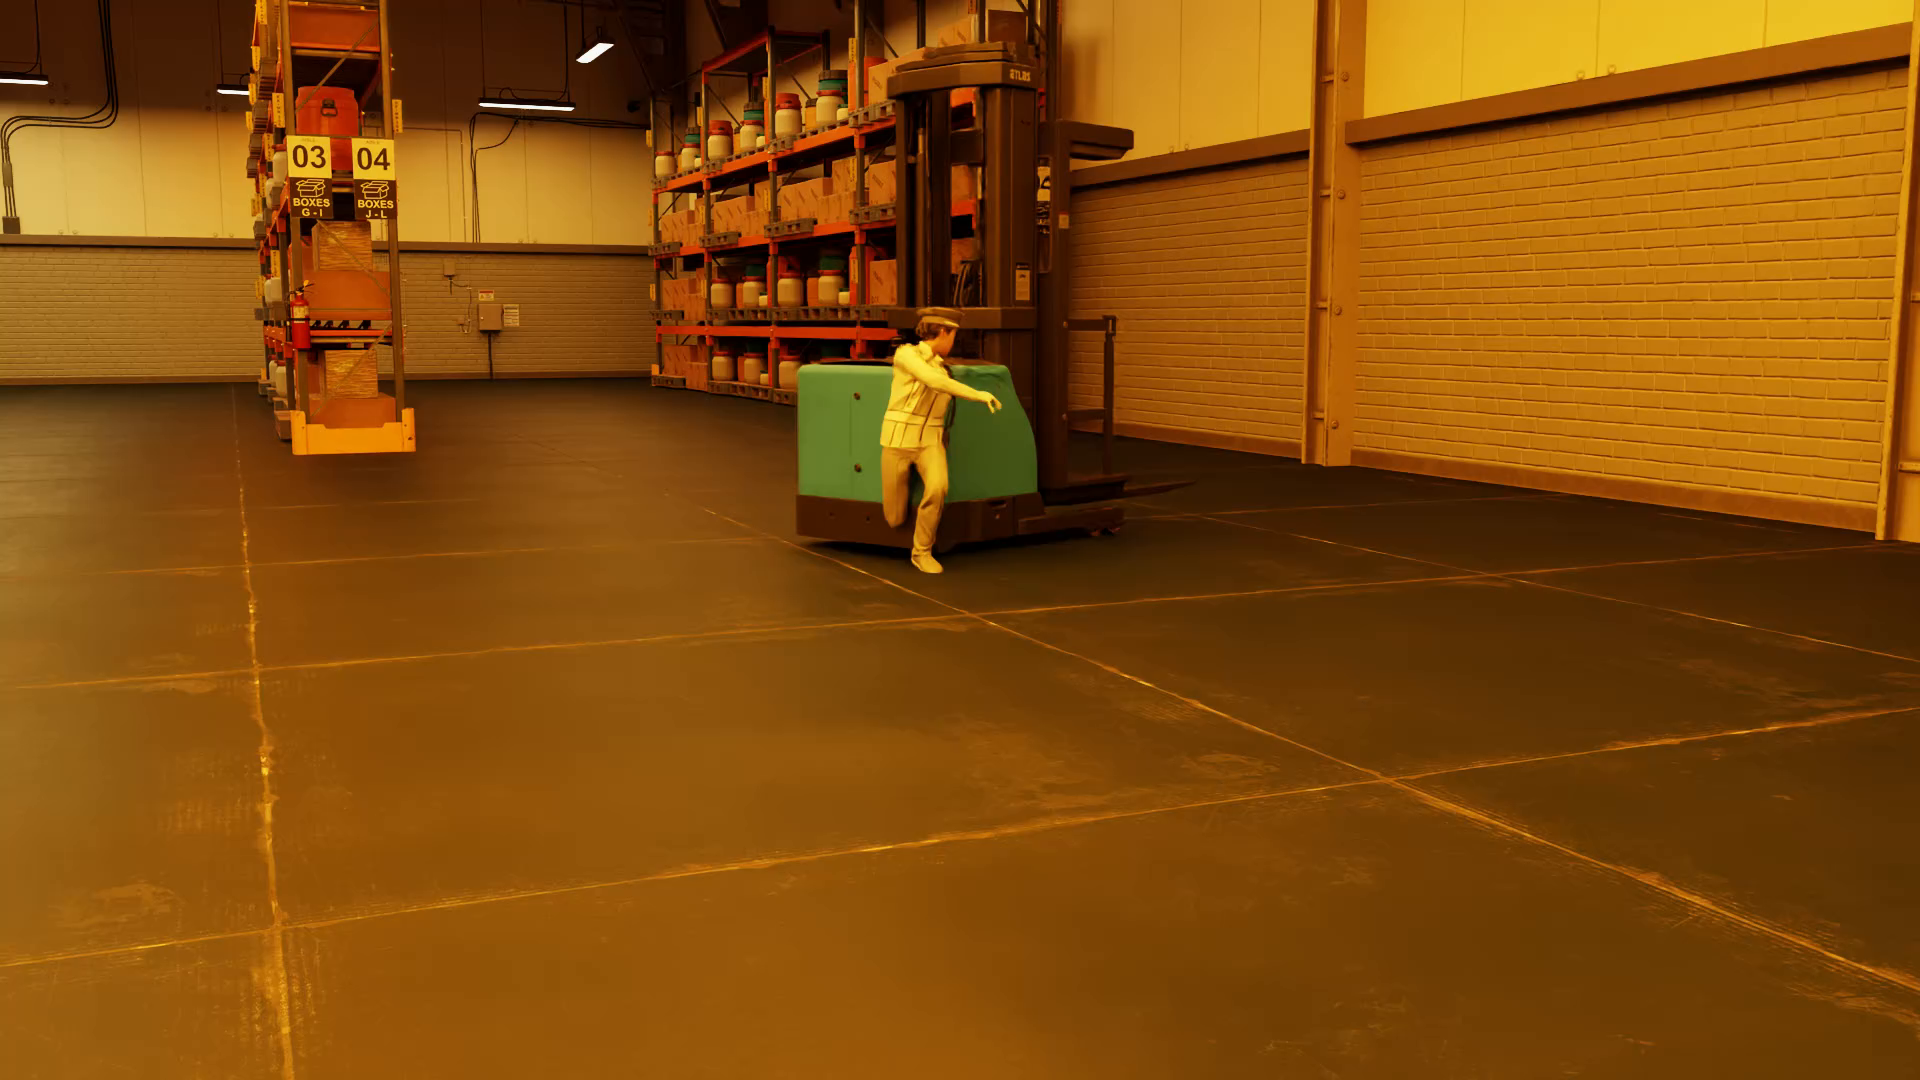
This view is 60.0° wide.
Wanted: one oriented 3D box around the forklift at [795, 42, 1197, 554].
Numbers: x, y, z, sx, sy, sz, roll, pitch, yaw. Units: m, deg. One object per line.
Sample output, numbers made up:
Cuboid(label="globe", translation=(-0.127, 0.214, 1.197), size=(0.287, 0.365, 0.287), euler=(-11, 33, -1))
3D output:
Cuboid(label="forklift", translation=(0.385, -1.519, 10.463), size=(1.130, 2.935, 3.031), euler=(7, 10, 42))

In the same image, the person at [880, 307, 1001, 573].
Cuboid(label="person", translation=(-0.160, -0.554, 9.161), size=(0.611, 1.424, 0.891), euler=(-3, 8, -20))
